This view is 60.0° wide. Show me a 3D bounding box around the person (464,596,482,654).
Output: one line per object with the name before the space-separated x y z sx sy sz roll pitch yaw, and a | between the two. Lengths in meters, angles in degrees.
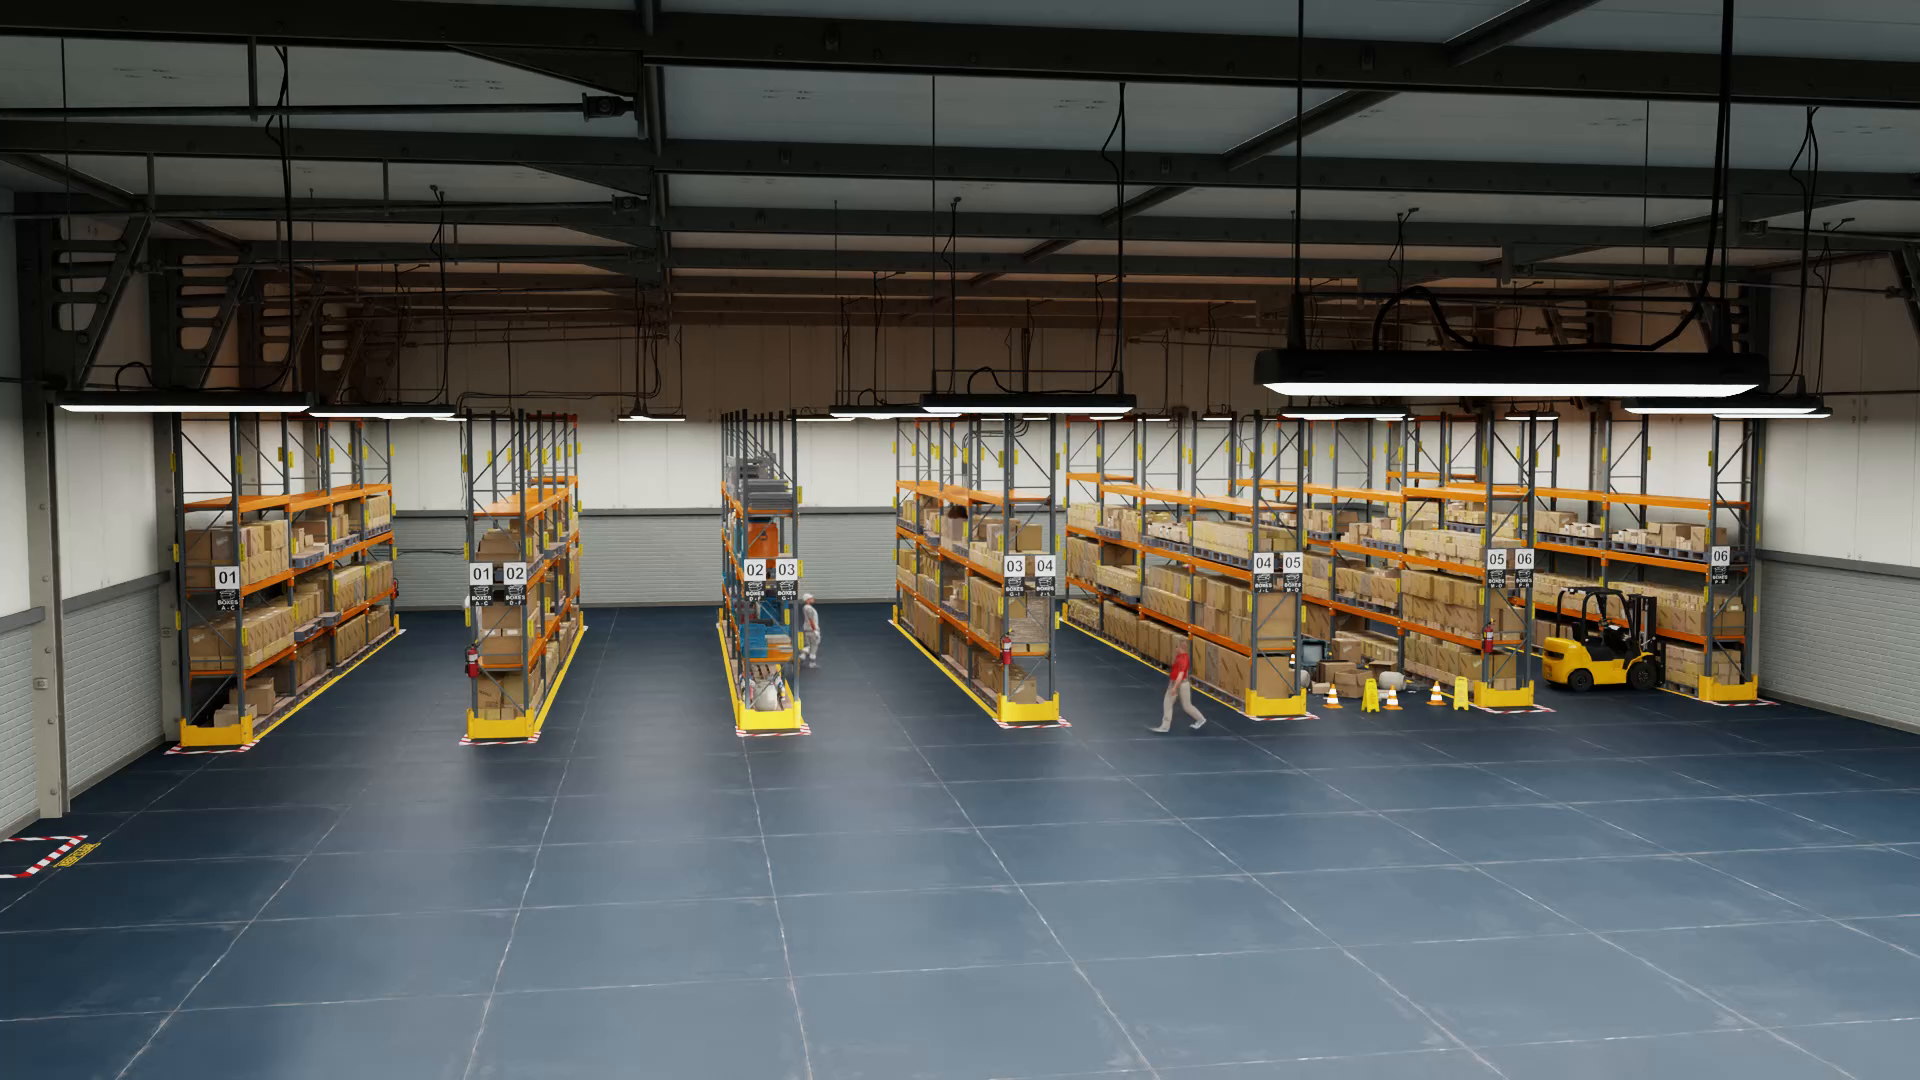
person | -12.015 1.984 41.230 0.523 1.729 1.032 0 4 -5

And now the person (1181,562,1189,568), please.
person | 6.726 1.324 50.351 0.566 1.753 0.548 -1 4 -11

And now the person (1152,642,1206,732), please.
person | 4.090 2.724 30.865 0.999 1.688 0.505 -2 5 -32

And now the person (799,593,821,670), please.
person | -3.485 2.125 38.651 0.561 1.774 0.546 4 6 44
